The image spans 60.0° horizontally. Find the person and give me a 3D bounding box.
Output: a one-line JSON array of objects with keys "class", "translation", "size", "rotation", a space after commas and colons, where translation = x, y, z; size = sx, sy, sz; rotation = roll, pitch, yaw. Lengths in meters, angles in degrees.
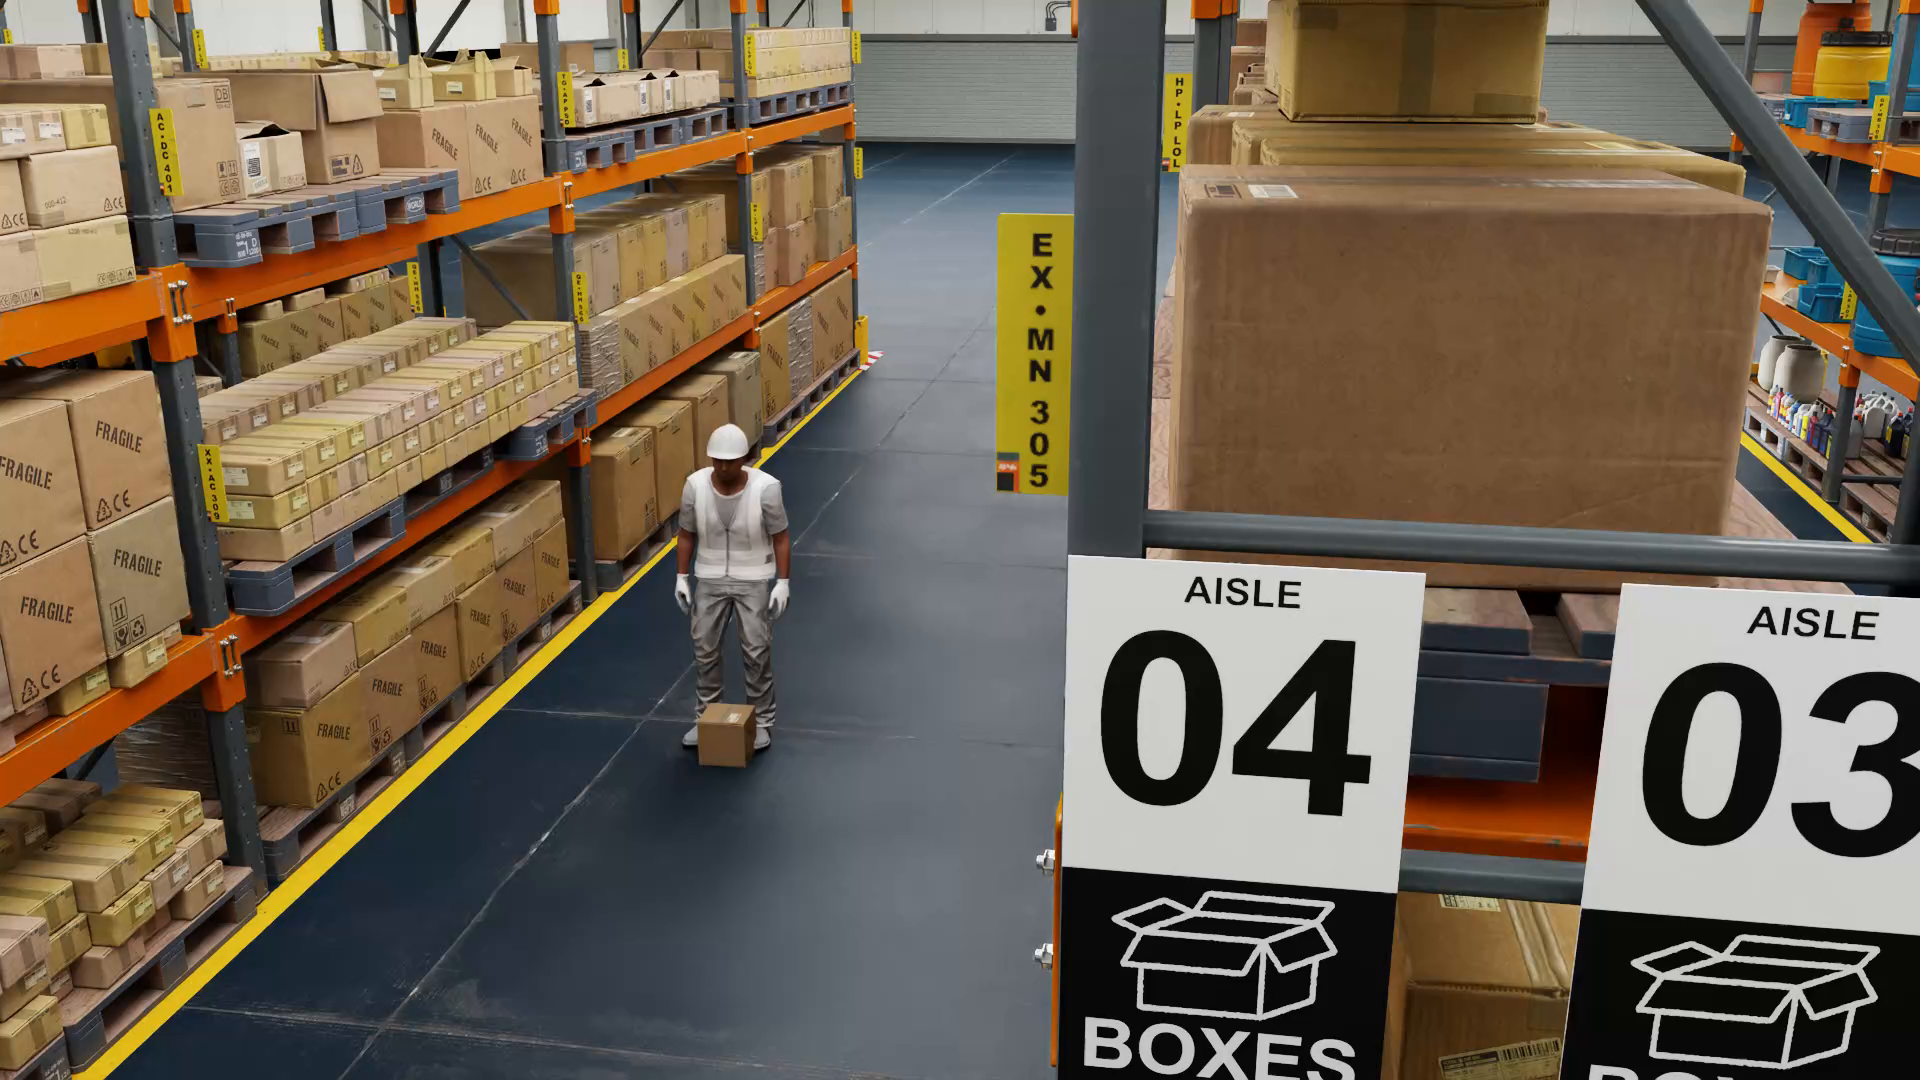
[{"class": "person", "translation": [-1.203, 0.239, 8.788], "size": [0.617, 1.772, 0.452], "rotation": [2, 18, 6]}]
